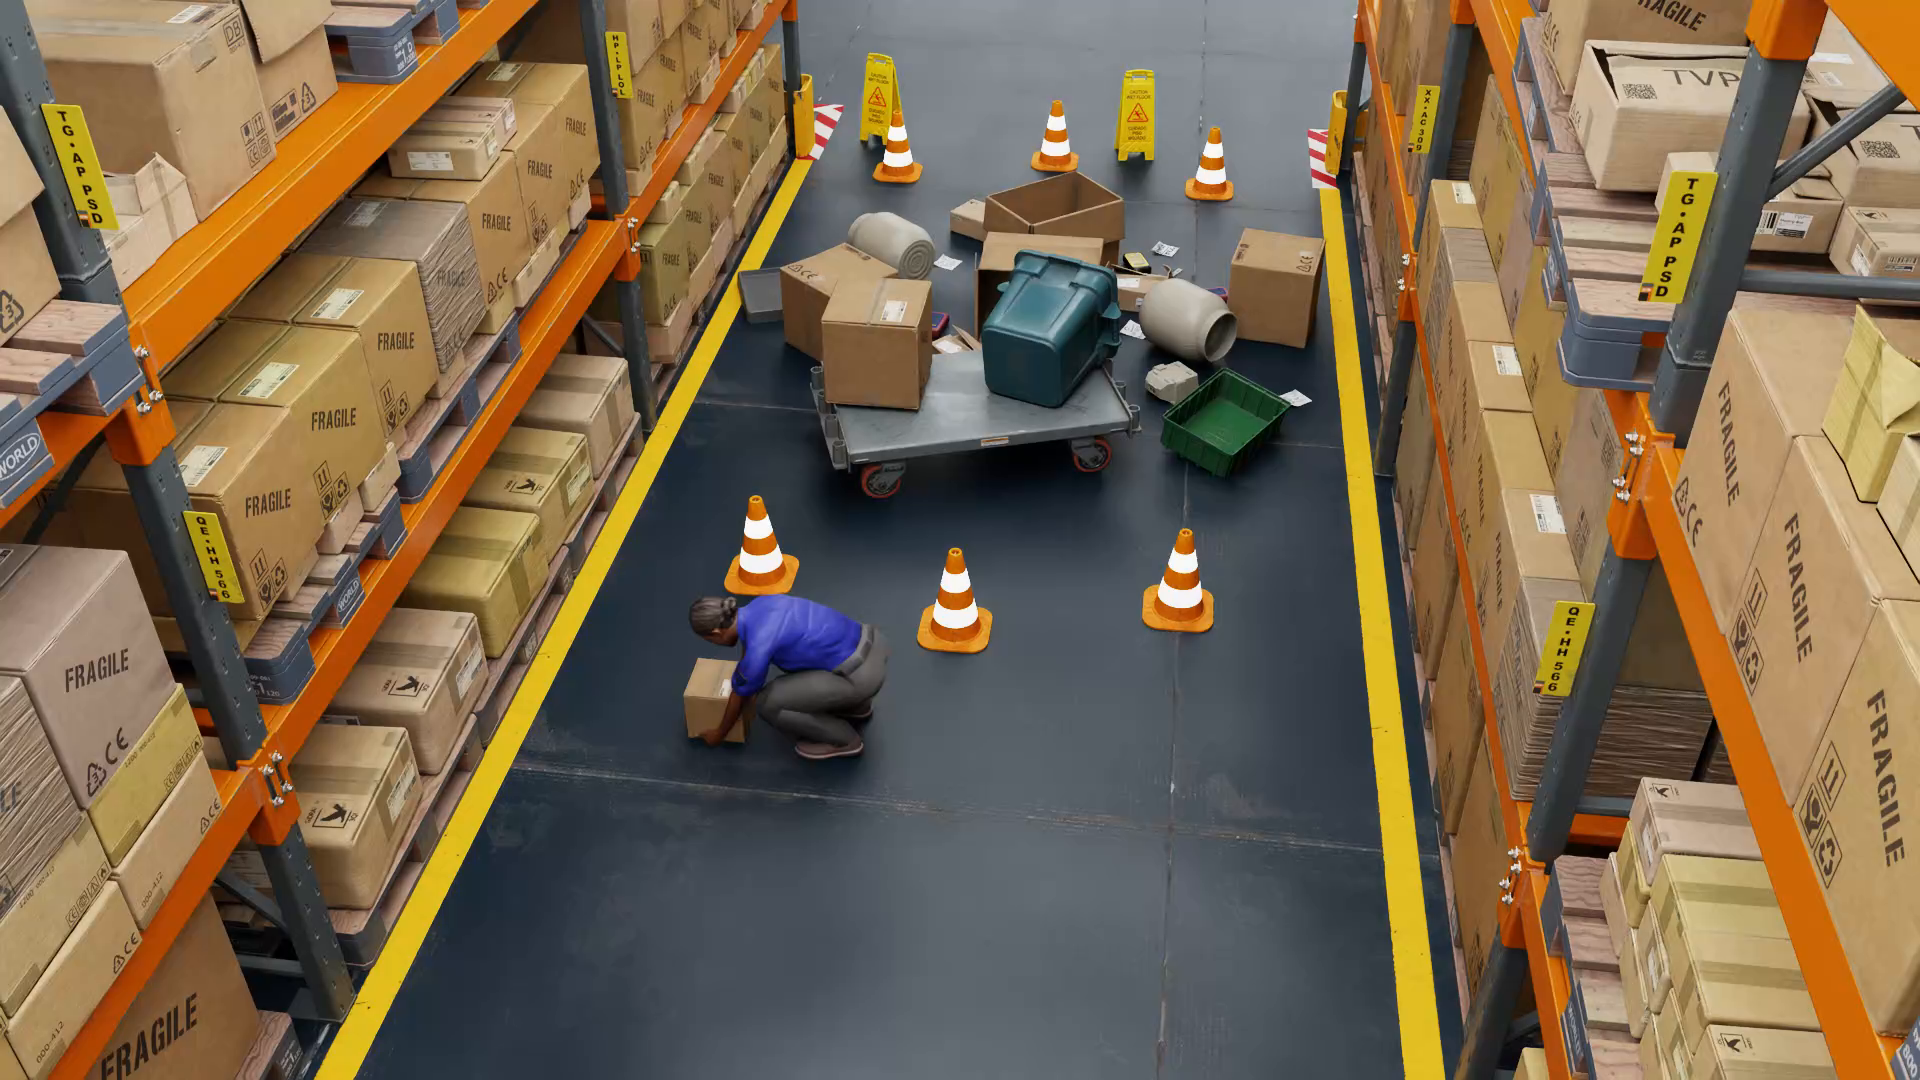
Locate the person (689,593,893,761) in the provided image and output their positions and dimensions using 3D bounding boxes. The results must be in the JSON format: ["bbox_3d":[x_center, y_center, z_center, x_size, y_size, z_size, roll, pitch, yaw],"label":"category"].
[{"bbox_3d":[-0.717,0.555,7.109,0.849,0.787,0.470,4,37,5],"label":"person"}]
